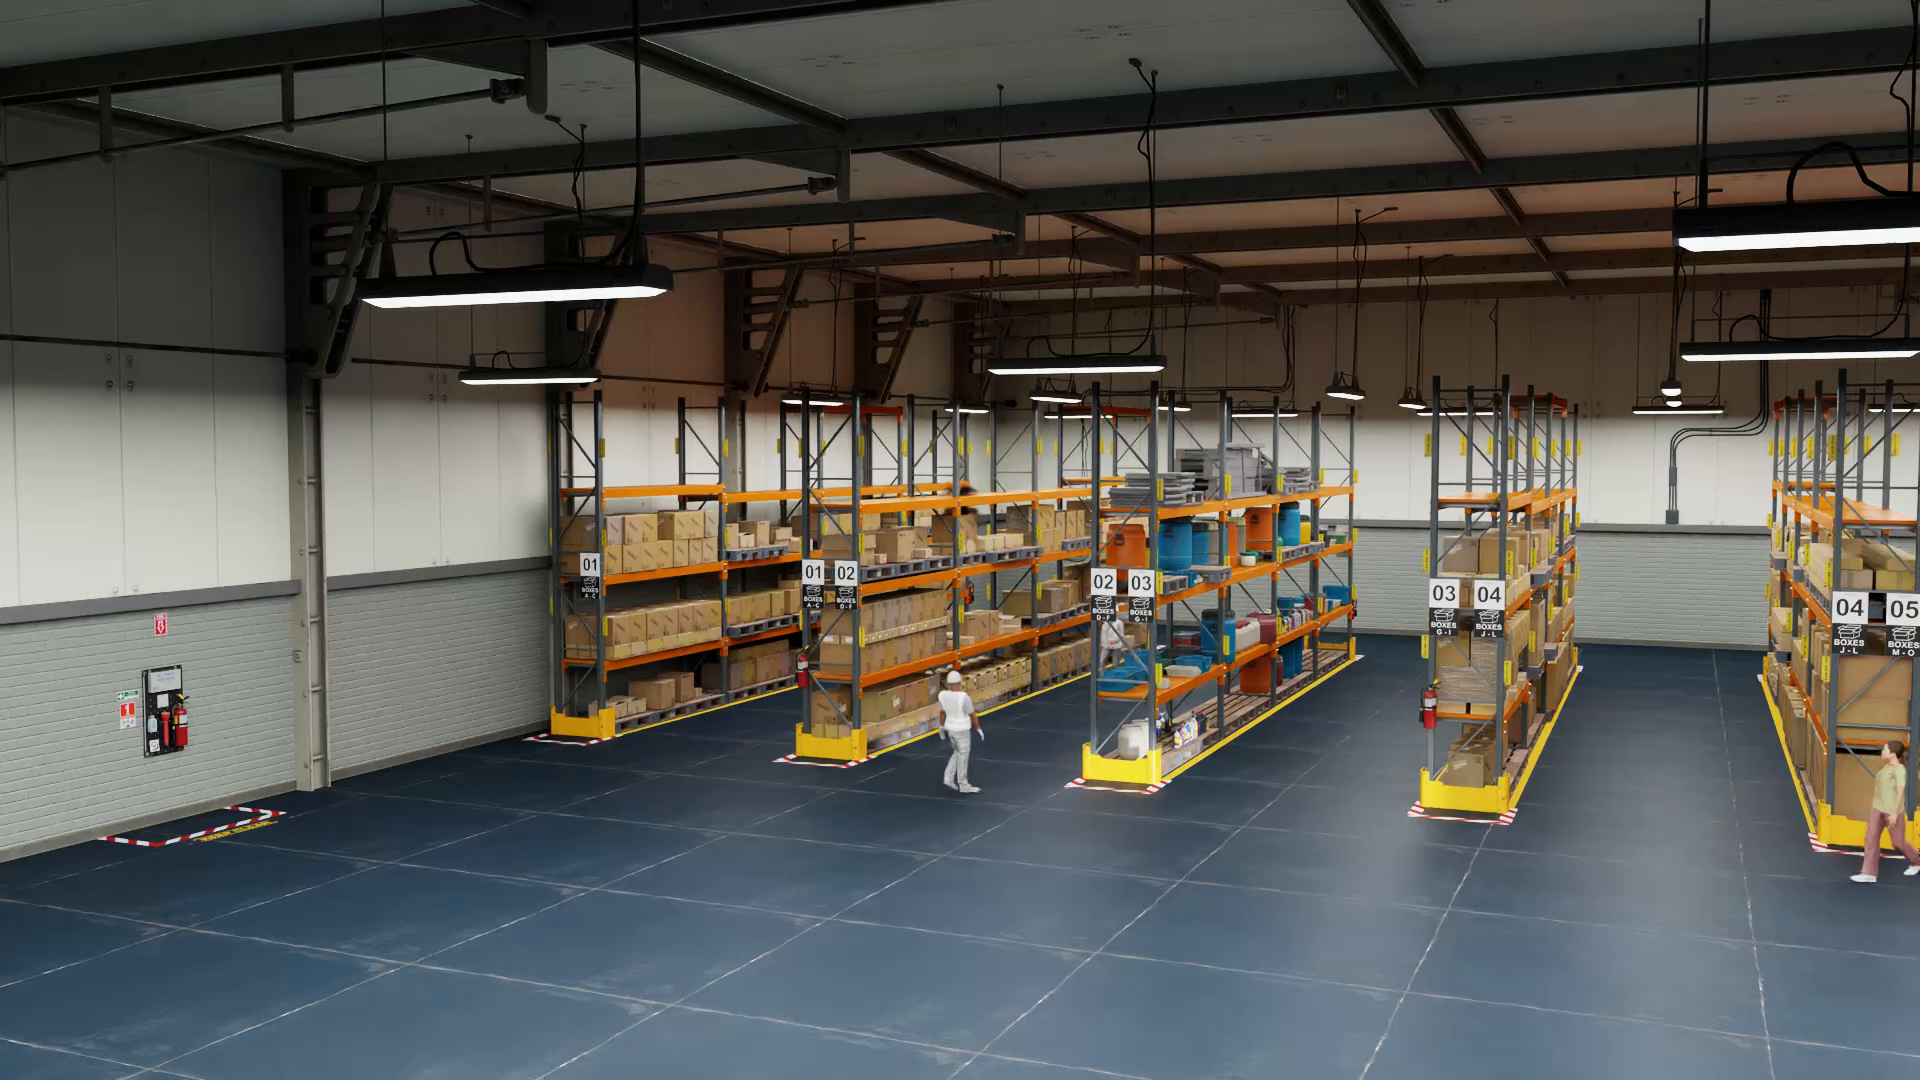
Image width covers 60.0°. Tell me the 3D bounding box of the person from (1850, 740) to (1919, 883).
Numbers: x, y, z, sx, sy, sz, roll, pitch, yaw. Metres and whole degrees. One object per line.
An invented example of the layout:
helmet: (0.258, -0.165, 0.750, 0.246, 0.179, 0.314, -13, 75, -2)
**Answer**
person: (10.731, 3.120, 19.137, 0.912, 1.645, 0.440, -1, 3, -24)

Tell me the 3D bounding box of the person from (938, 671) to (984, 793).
person: (-0.010, 2.780, 24.149, 0.586, 1.794, 0.624, -2, 4, -32)

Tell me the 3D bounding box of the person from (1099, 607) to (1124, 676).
person: (3.146, 2.235, 34.660, 0.605, 1.750, 0.982, 1, 3, 25)
